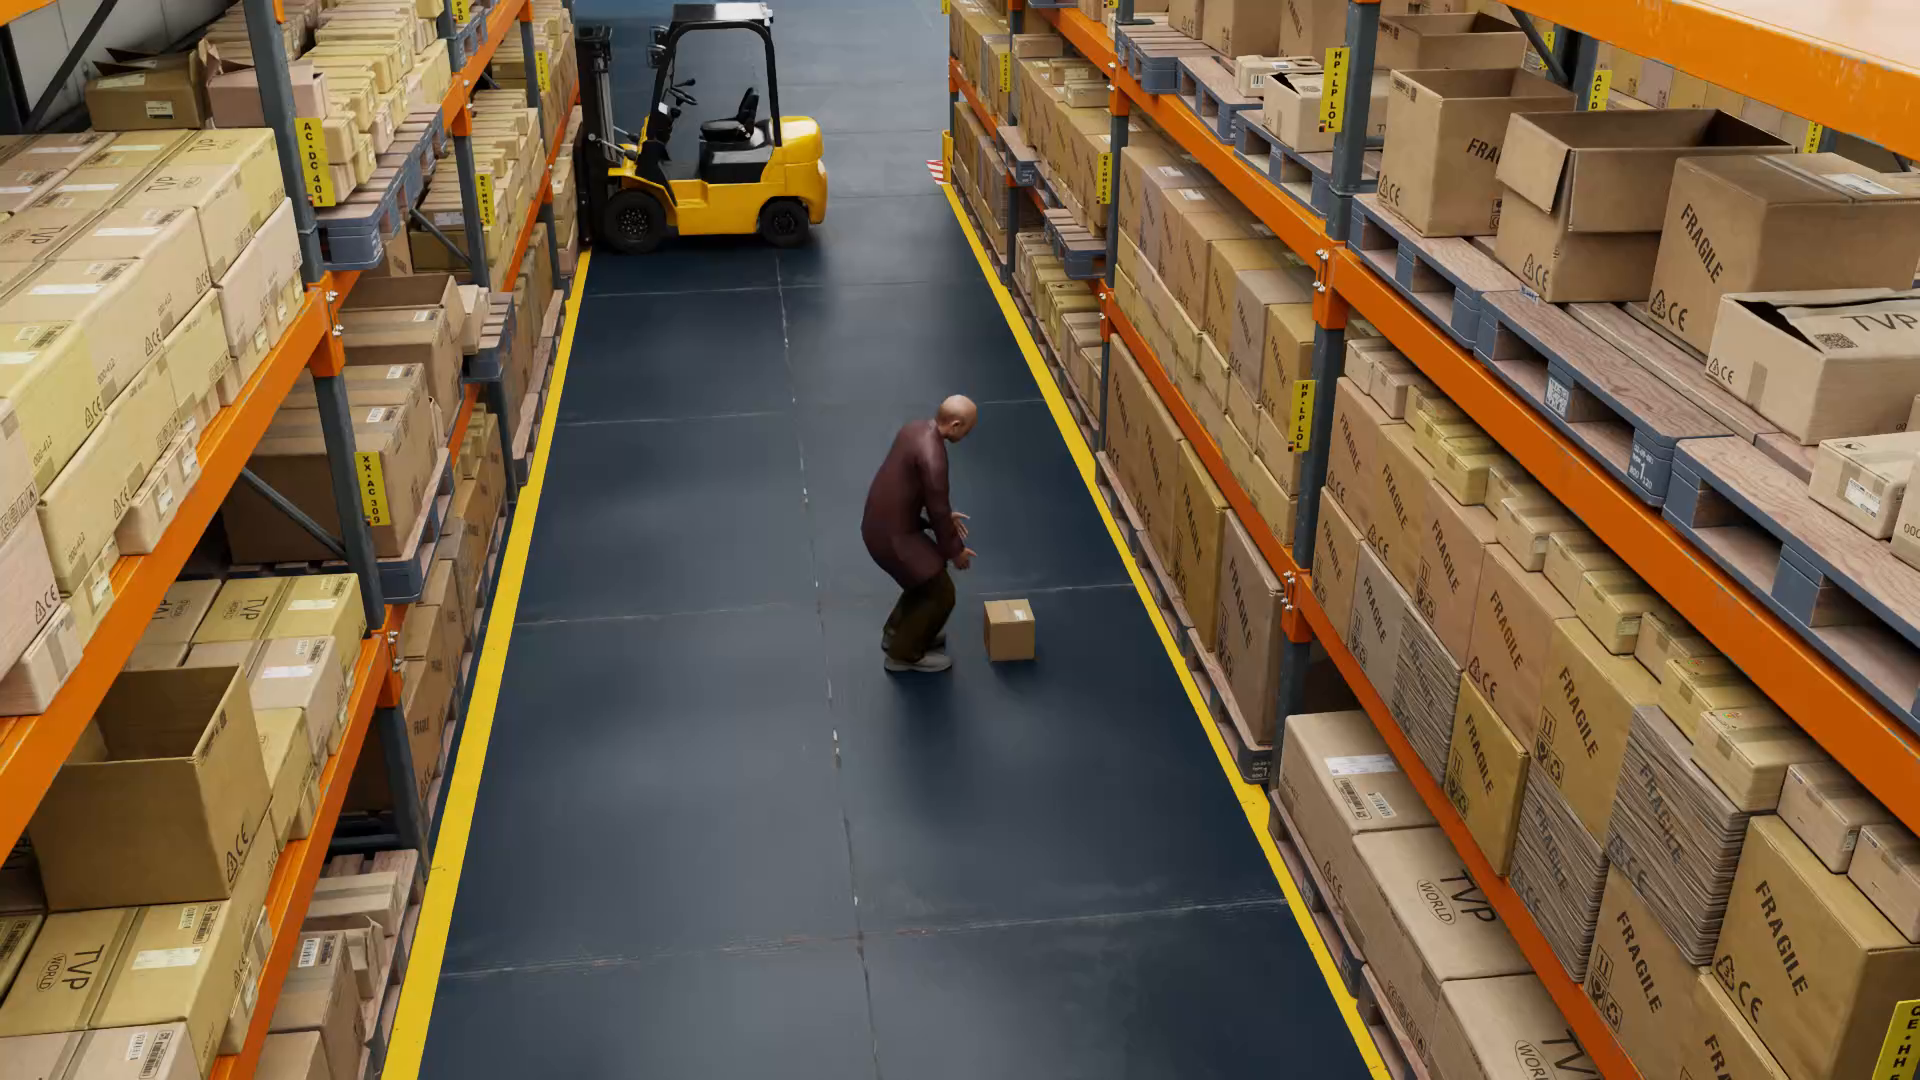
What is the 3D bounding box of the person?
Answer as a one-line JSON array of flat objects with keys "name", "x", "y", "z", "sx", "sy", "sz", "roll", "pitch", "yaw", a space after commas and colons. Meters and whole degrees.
[{"name": "person", "x": -0.221, "y": -0.052, "z": 9.011, "sx": 0.636, "sy": 1.538, "sz": 0.627, "roll": -3, "pitch": 27, "yaw": -7}]
